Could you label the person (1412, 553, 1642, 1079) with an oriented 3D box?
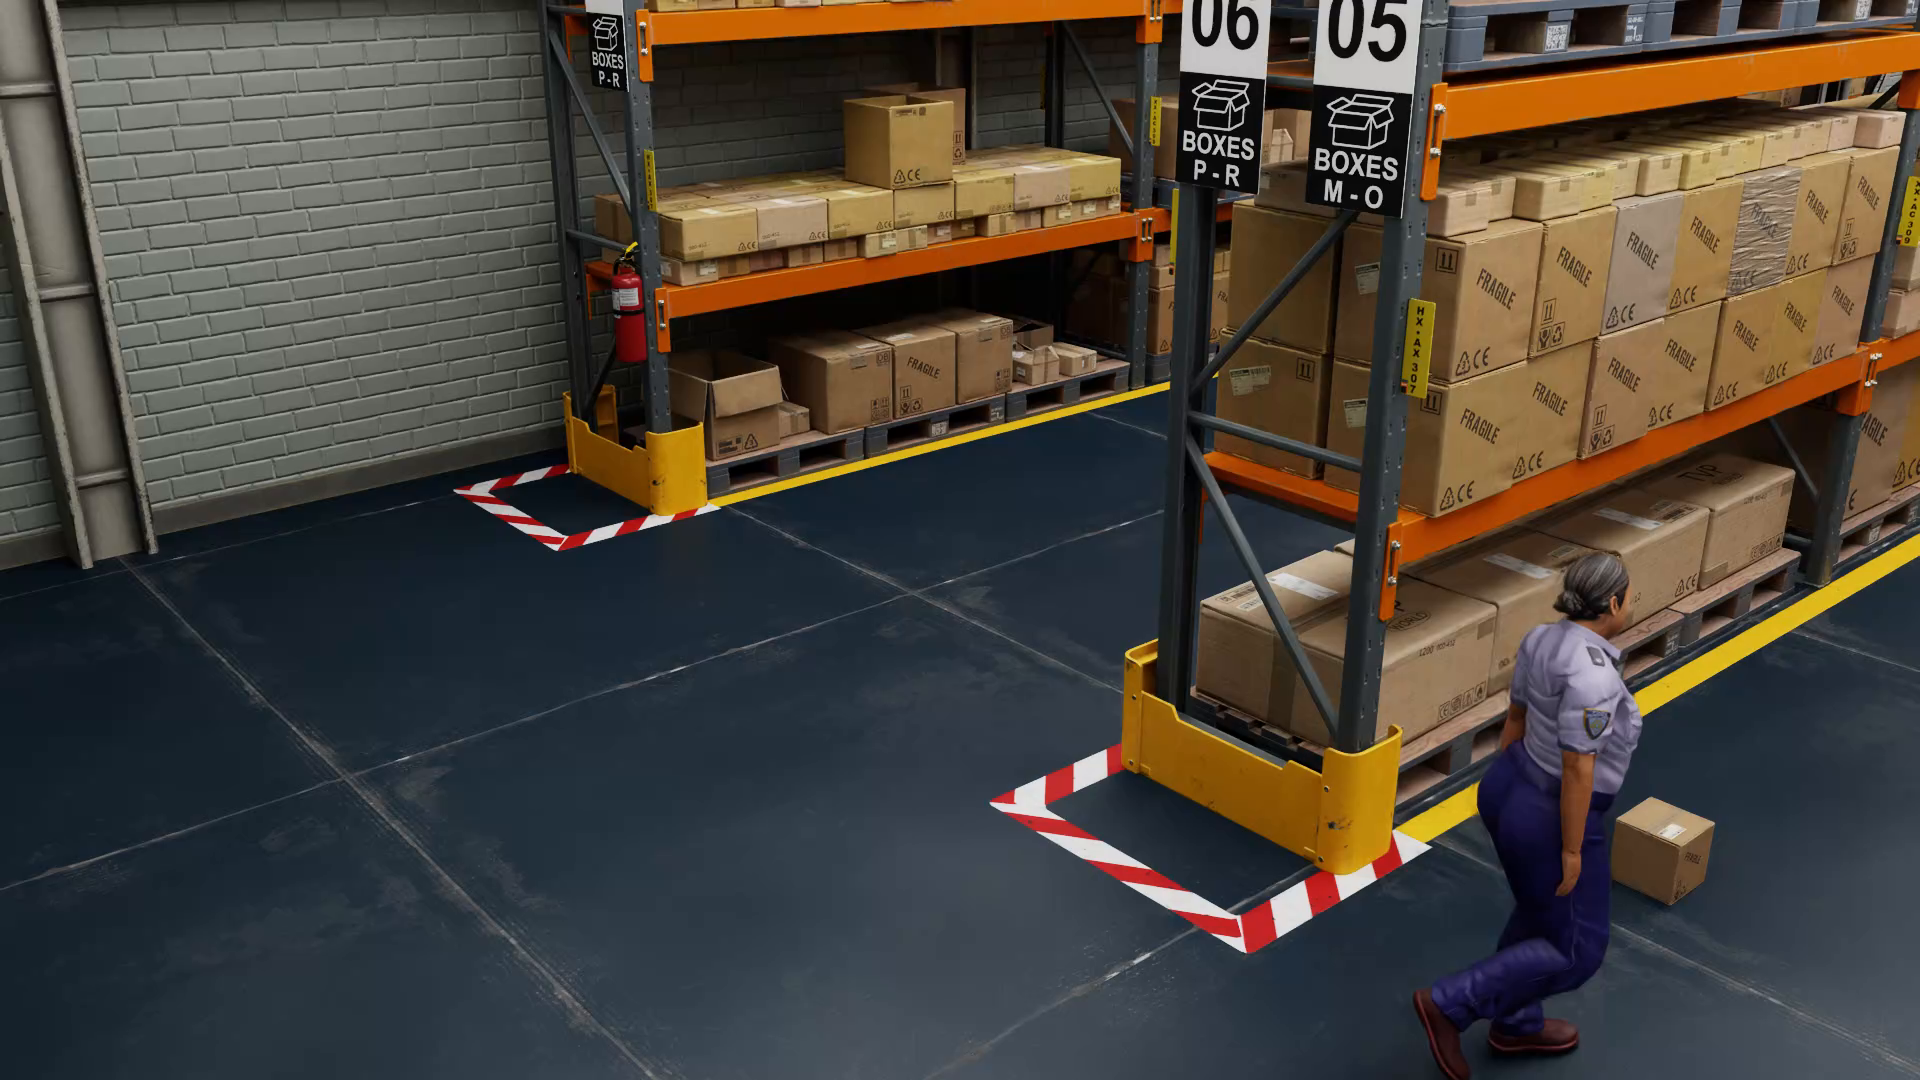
[{"bbox_3d":[1.647,0.832,4.926,0.611,1.625,0.548,-1,21,-3],"label":"person"}]
